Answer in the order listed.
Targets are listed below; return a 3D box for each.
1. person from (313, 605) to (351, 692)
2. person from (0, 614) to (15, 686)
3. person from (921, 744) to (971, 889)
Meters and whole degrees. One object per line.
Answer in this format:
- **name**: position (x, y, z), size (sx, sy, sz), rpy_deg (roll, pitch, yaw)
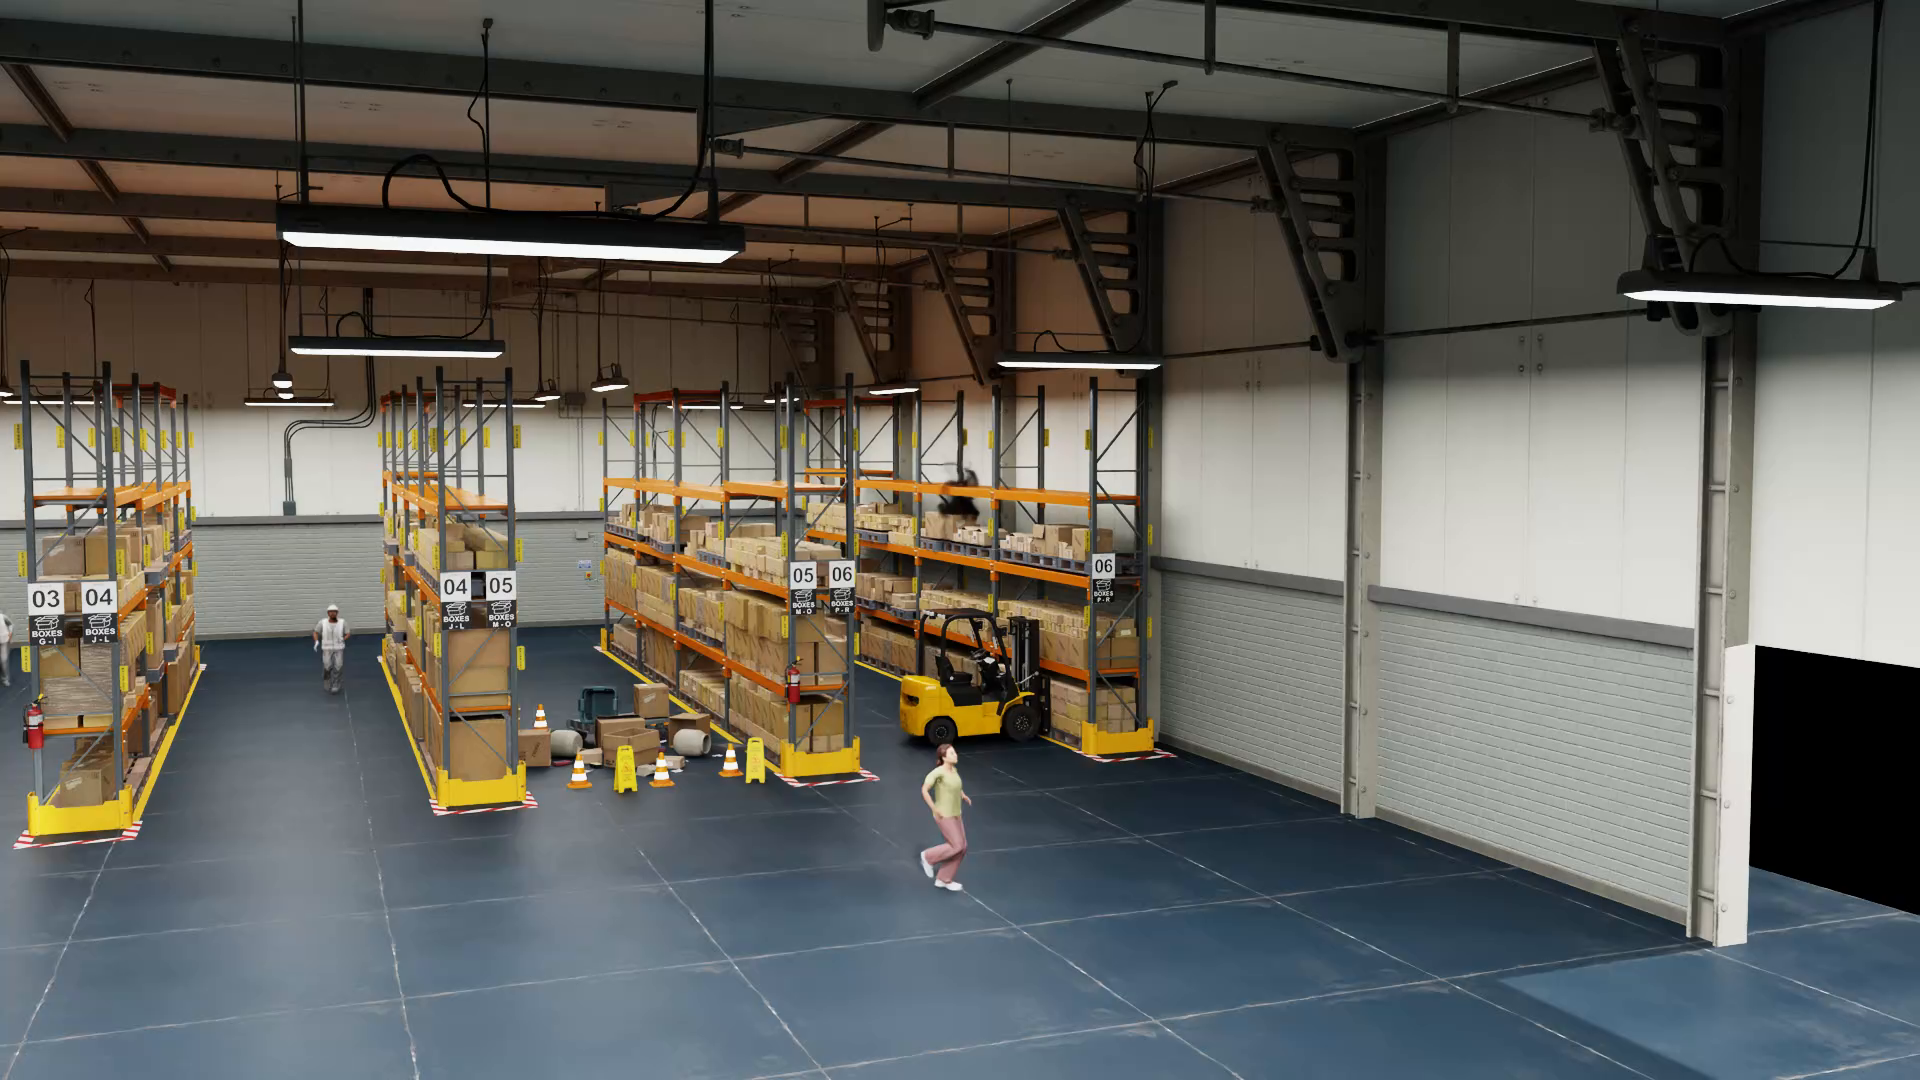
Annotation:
- **person**: position (-12.331, 2.153, 32.698), size (0.681, 1.739, 0.624), rpy_deg (-2, 4, -24)
- **person**: position (-19.729, 2.104, 34.041), size (0.696, 1.733, 0.783), rpy_deg (-2, 4, -32)
- **person**: position (-0.142, 3.077, 18.532), size (0.547, 1.624, 0.627), rpy_deg (2, 4, 32)
